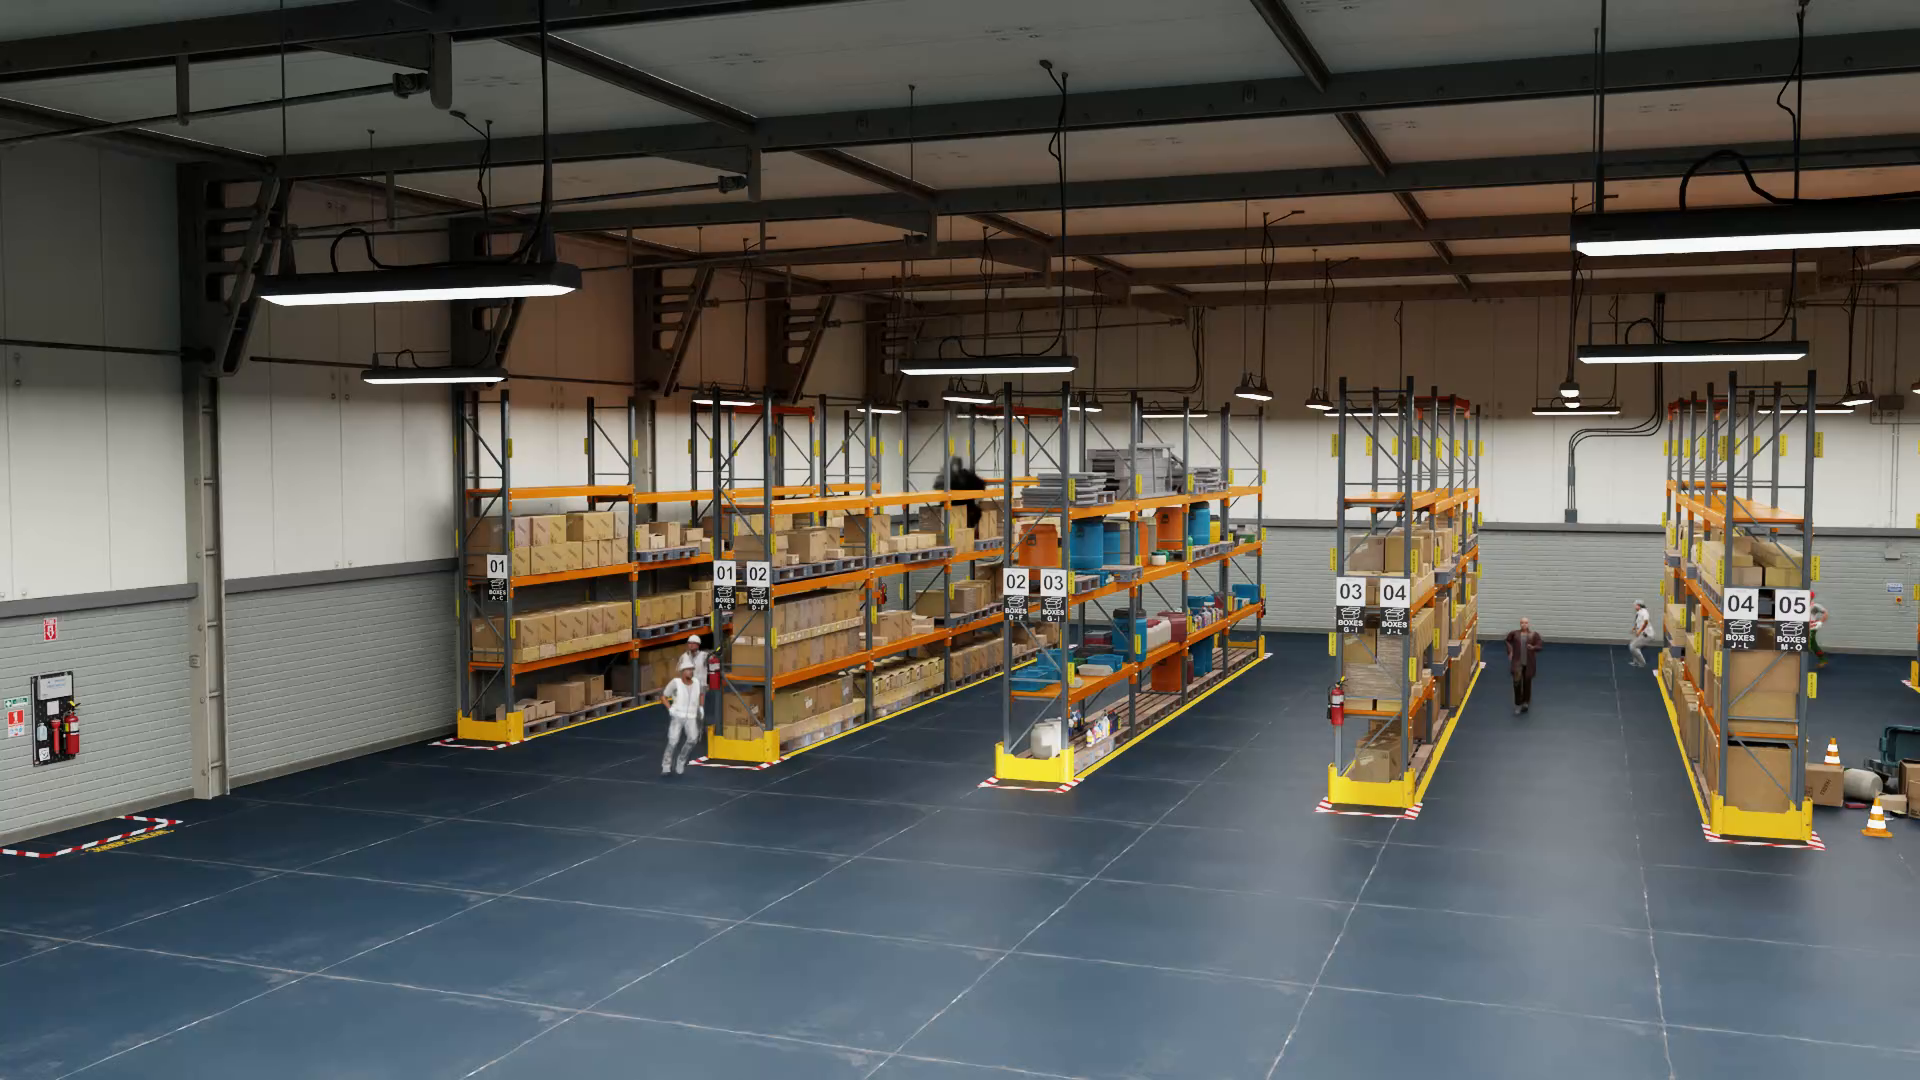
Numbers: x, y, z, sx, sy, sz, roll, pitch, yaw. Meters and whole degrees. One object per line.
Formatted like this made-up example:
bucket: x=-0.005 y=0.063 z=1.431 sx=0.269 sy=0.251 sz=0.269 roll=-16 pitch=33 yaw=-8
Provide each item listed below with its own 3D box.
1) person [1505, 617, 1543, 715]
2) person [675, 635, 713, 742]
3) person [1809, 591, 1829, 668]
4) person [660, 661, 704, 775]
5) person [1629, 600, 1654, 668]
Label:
person: x=10.675 y=2.380 z=31.505 sx=0.682 sy=1.841 sz=0.773 roll=1 pitch=3 yaw=19
person: x=-4.557 y=2.547 z=28.574 sx=0.657 sy=1.846 sz=0.768 roll=1 pitch=3 yaw=15
person: x=19.132 y=2.040 z=37.402 sx=0.880 sy=1.824 sz=0.598 roll=0 pitch=3 yaw=3
person: x=-4.217 y=2.725 z=25.526 sx=0.745 sy=1.735 sz=0.606 roll=-2 pitch=4 yaw=-28
person: x=15.532 y=2.151 z=37.951 sx=0.533 sy=1.593 sz=0.859 roll=1 pitch=3 yaw=14
